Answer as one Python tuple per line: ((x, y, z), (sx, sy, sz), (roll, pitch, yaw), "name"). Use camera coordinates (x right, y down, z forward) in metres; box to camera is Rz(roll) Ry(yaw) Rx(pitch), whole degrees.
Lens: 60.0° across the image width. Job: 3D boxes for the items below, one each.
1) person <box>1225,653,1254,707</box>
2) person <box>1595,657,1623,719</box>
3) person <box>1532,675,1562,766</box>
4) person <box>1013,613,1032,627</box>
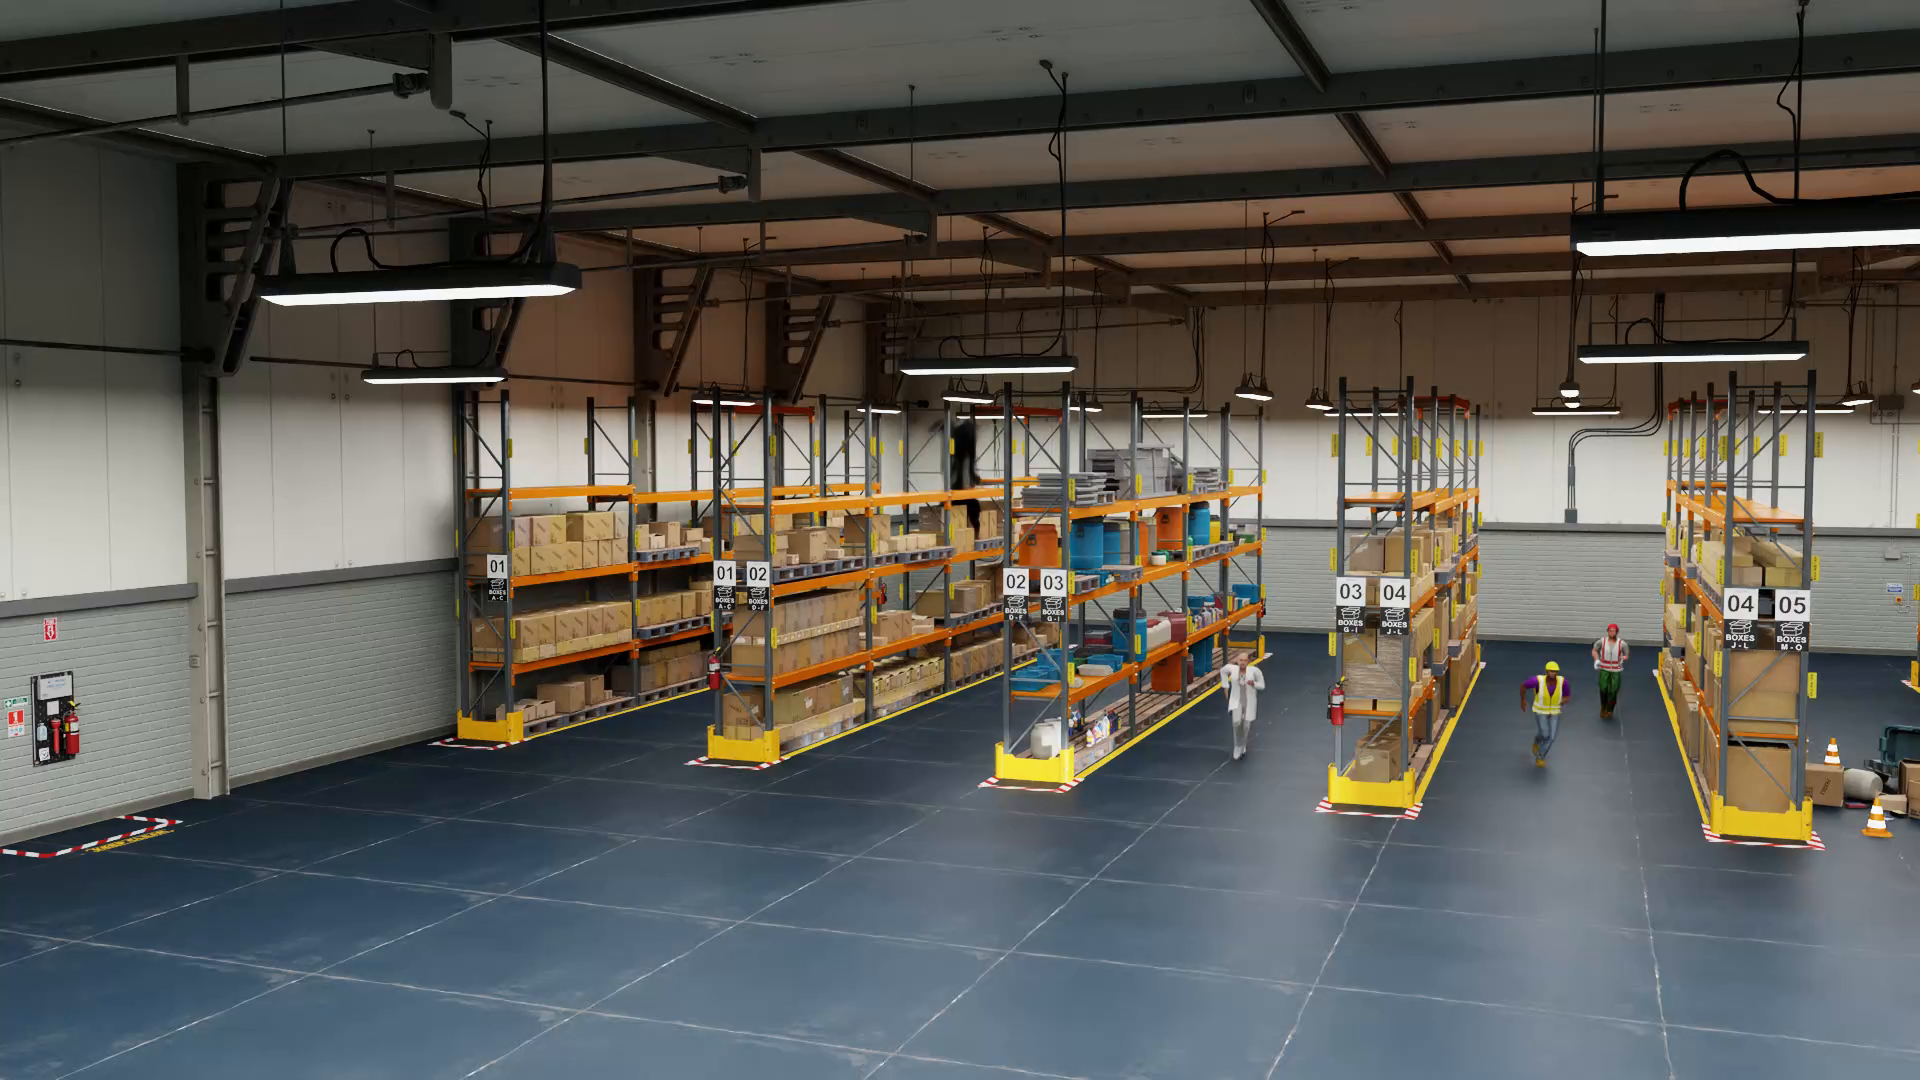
((4.529, 2.243, 26.601), (0.656, 0.894, 0.710), (0, 3, 6), "person")
((11.972, 2.719, 30.712), (0.477, 1.183, 0.674), (1, 3, 19), "person")
((9.229, 2.840, 26.126), (0.433, 1.454, 0.555), (0, 3, -2), "person")
((1.606, 1.892, 43.496), (0.968, 1.445, 0.591), (3, 4, 39), "person")
